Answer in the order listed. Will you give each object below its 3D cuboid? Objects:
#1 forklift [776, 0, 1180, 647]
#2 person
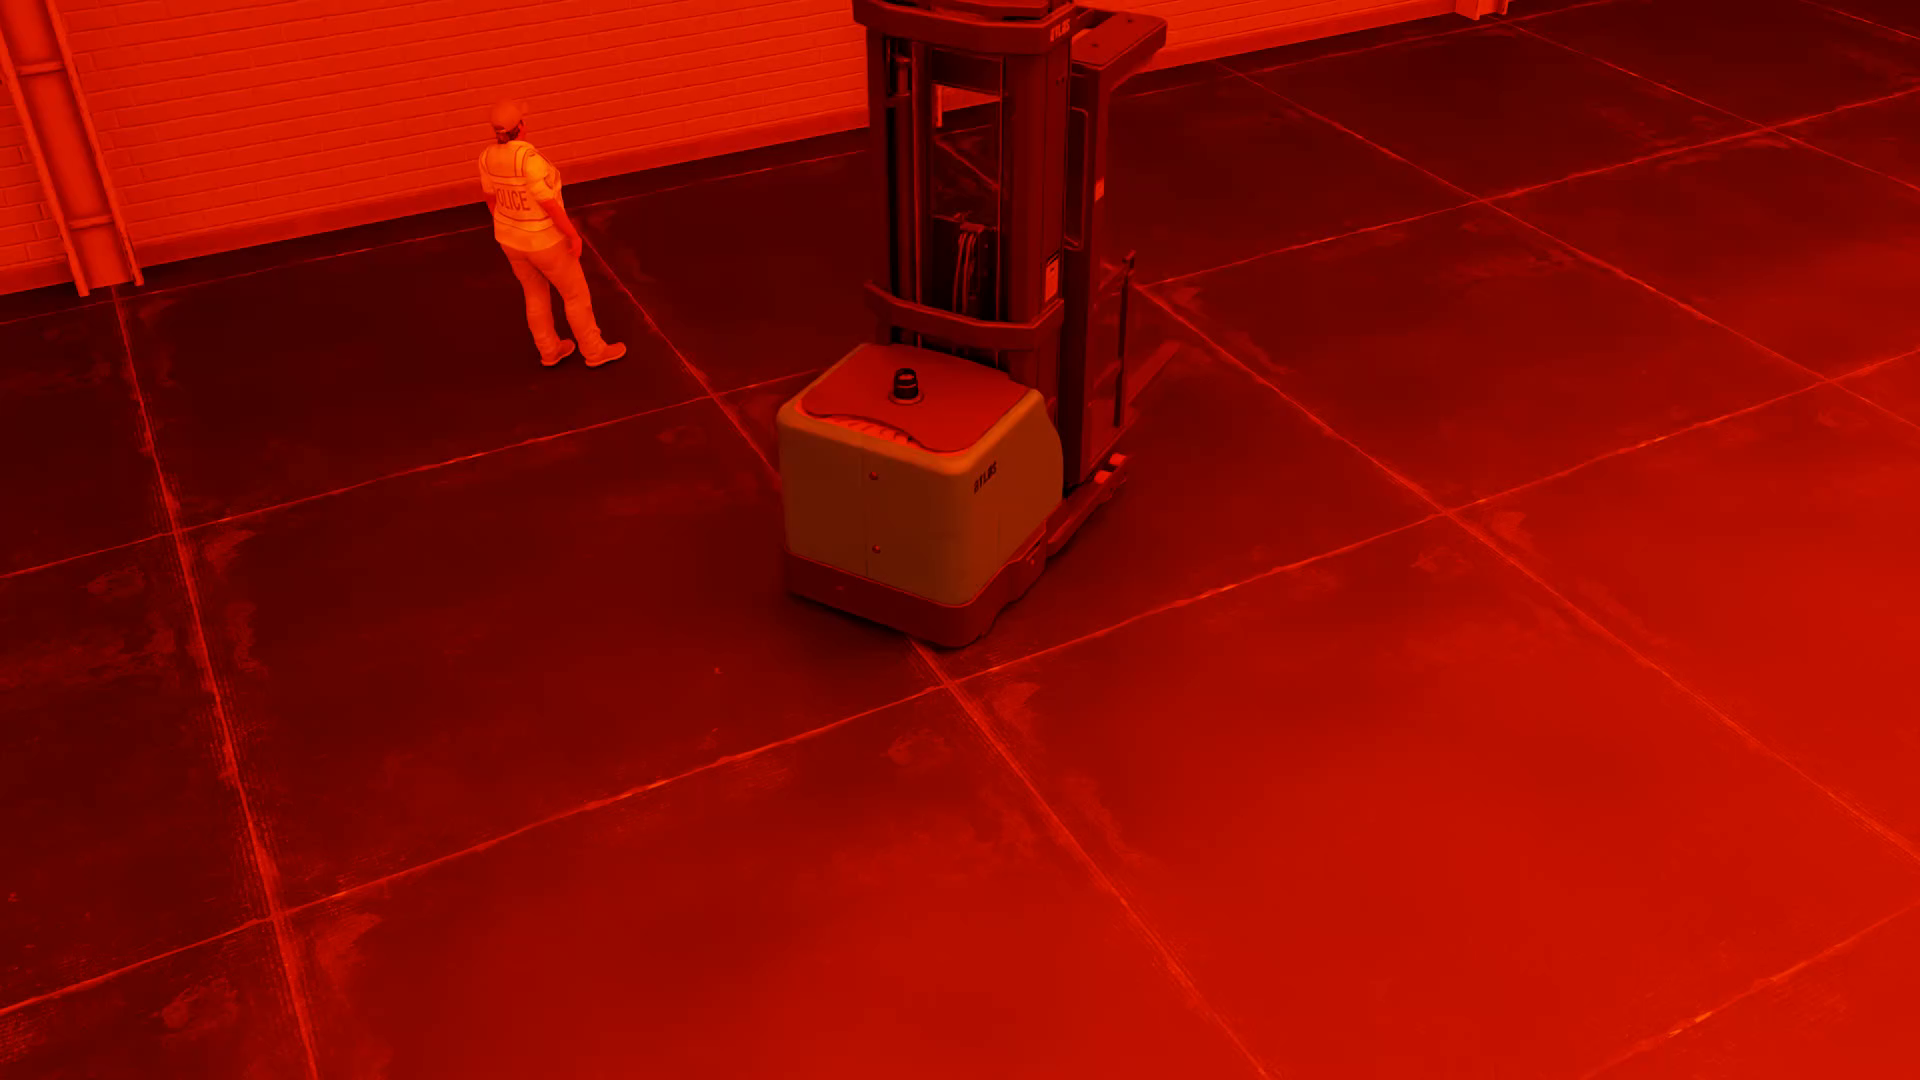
[{"bbox_3d":[0.289,-1.522,8.276,1.130,2.935,3.031,18,39,23],"label":"forklift"},{"bbox_3d":[-2.423,-1.795,9.746,0.595,1.669,0.531,17,39,22],"label":"person"}]
